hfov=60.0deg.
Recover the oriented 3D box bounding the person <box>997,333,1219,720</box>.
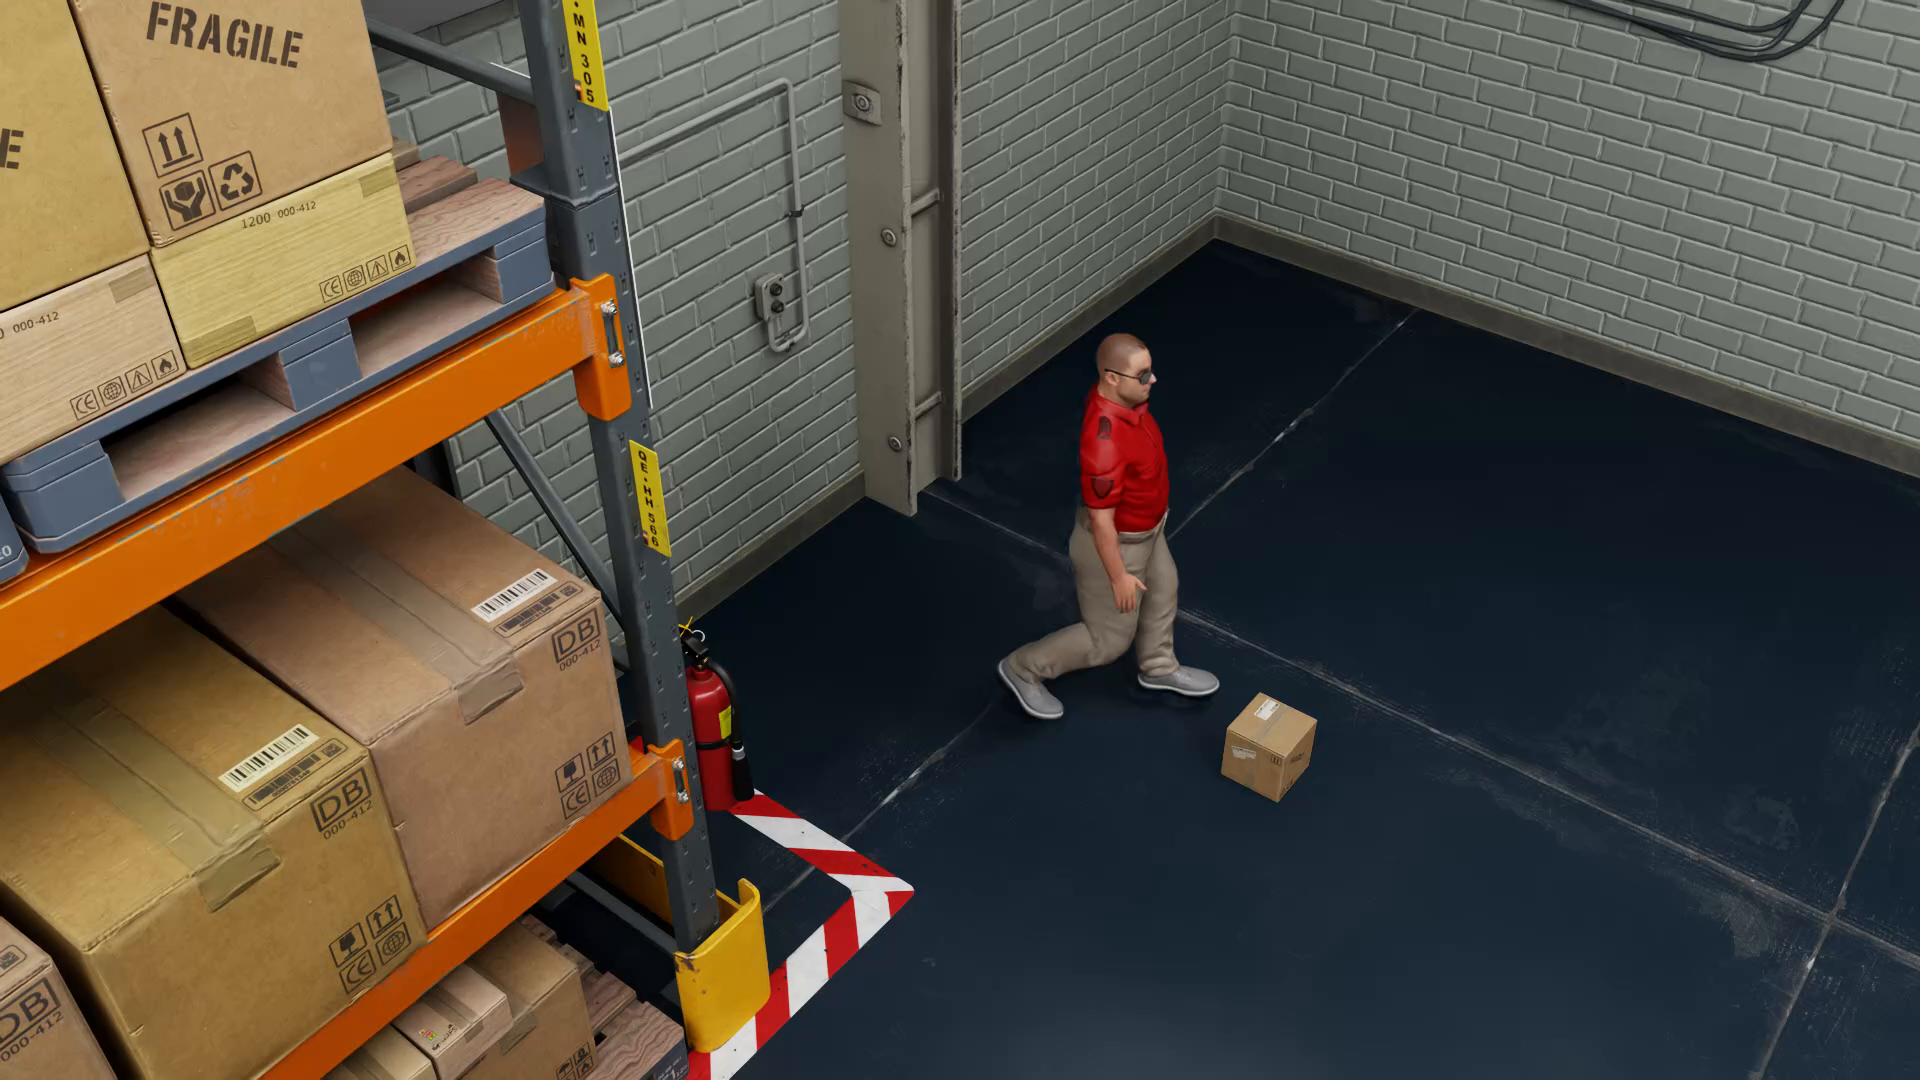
[{"bbox_3d":[0.596,-0.024,6.198,0.880,1.687,0.593,6,39,8],"label":"person"}]
